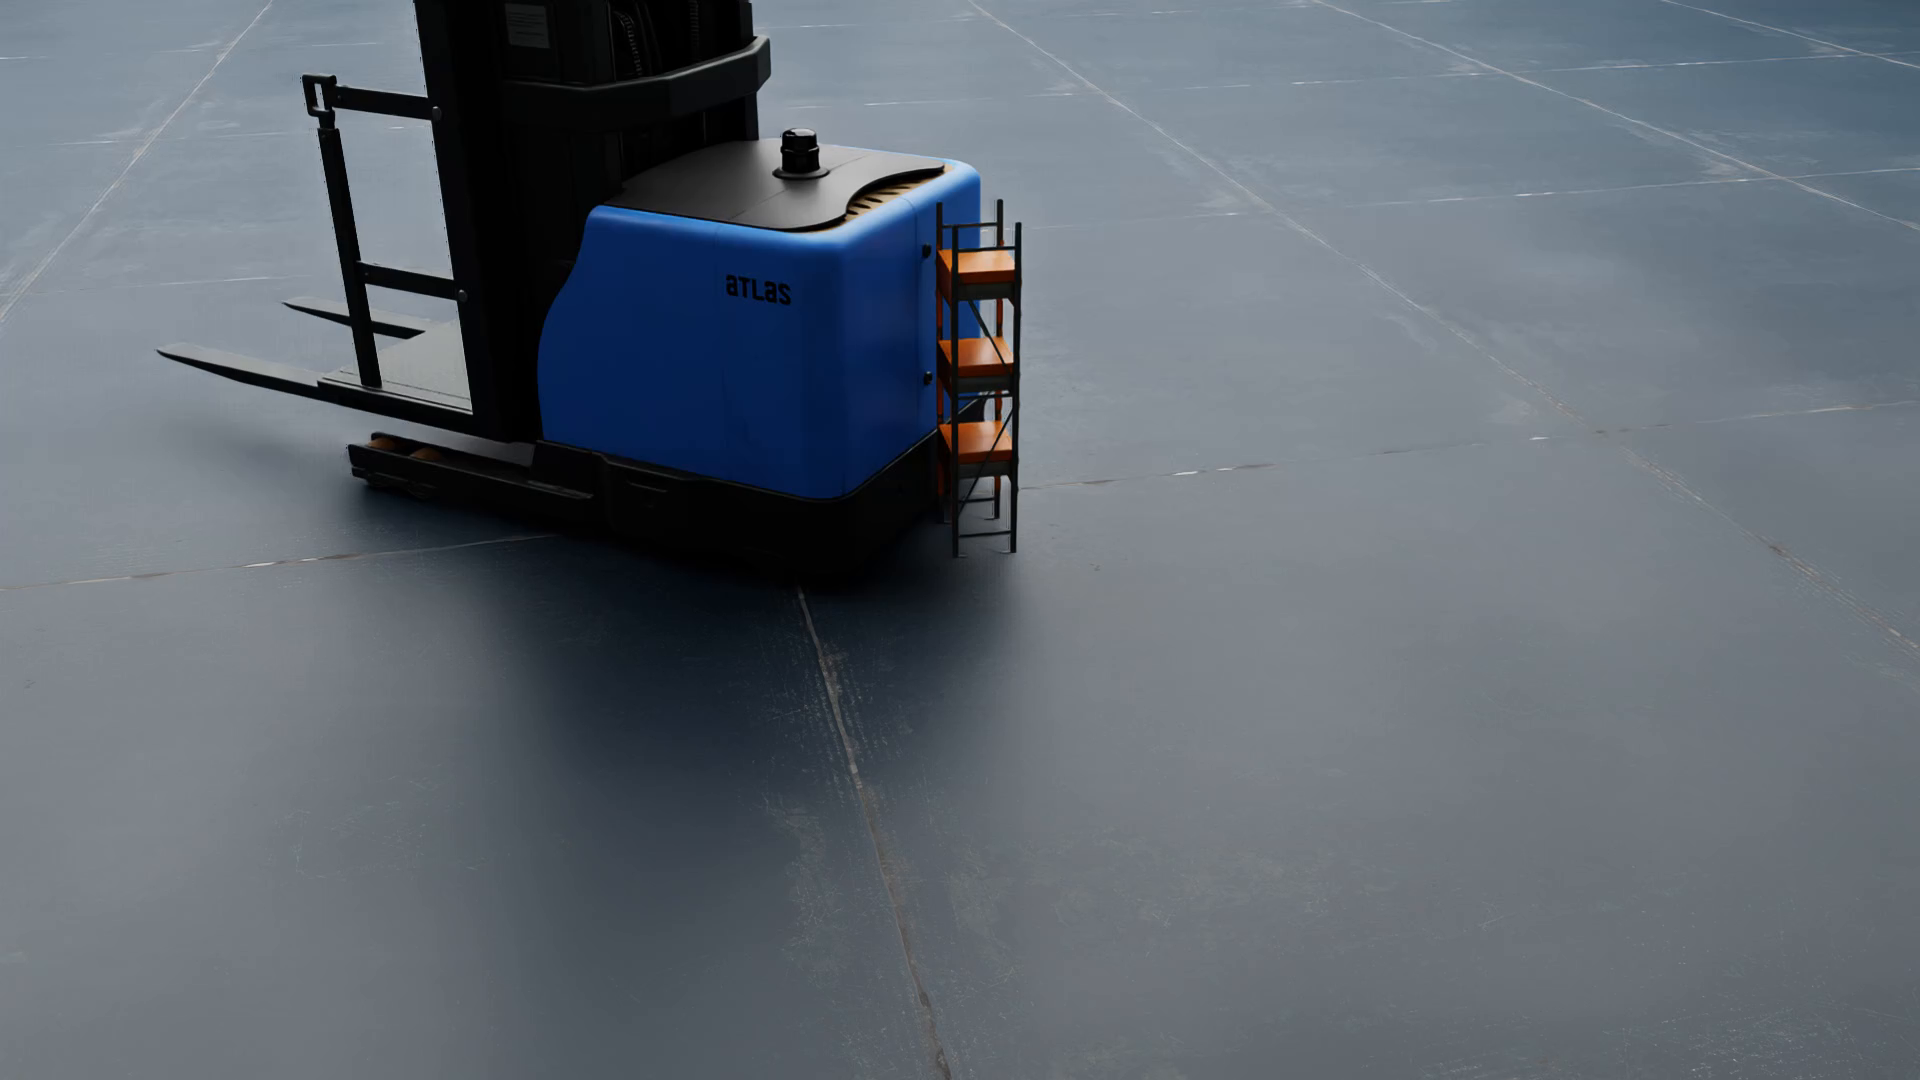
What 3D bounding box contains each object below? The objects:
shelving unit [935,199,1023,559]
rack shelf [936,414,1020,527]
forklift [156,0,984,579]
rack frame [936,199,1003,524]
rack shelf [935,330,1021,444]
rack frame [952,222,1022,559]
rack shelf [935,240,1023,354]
[{"bbox_3d":[0.052,-0.475,5.025,0.215,1.050,0.252,-5,27,-10],"label":"shelving unit"},{"bbox_3d":[0.052,-0.217,5.155,0.215,0.259,0.240,-5,27,-10],"label":"rack shelf"},{"bbox_3d":[-1.472,-1.641,5.249,3.031,2.935,1.130,13,29,24],"label":"forklift"},{"bbox_3d":[0.029,-0.529,5.132,0.200,1.050,0.008,-5,27,-10],"label":"rack frame"},{"bbox_3d":[0.052,-0.465,5.030,0.215,0.259,0.240,-5,27,-10],"label":"rack shelf"},{"bbox_3d":[0.076,-0.421,4.918,0.200,1.050,0.008,-5,27,-10],"label":"rack frame"},{"bbox_3d":[0.052,-0.719,4.902,0.215,0.259,0.240,-5,27,-10],"label":"rack shelf"}]
